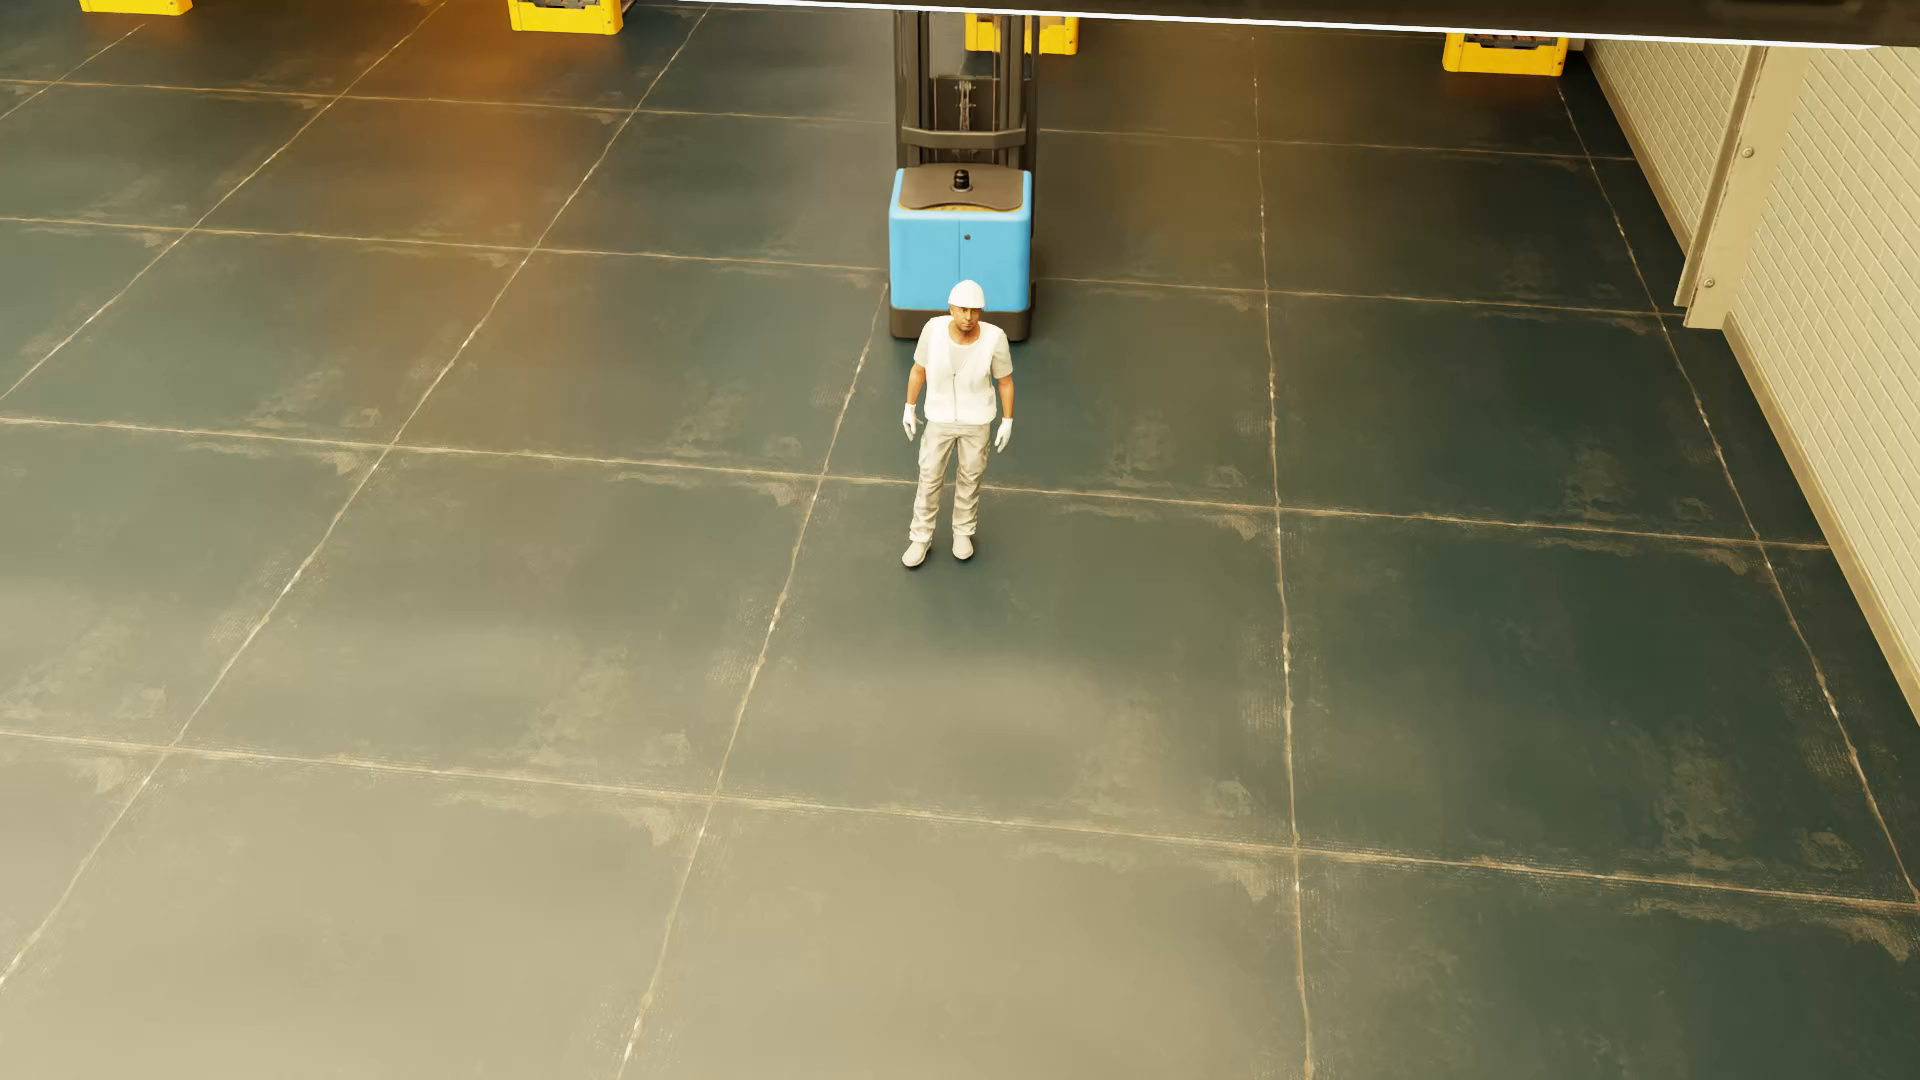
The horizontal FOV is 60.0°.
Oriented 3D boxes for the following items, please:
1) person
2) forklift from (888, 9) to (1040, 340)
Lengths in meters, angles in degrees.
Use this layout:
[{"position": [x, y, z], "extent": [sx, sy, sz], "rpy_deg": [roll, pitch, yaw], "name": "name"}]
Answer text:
[{"position": [-0.017, -0.682, 9.909], "extent": [0.657, 1.785, 0.575], "rpy_deg": [4, 37, 6], "name": "person"}, {"position": [0.061, -3.518, 12.802], "extent": [1.130, 2.935, 3.031], "rpy_deg": [2, 36, 2], "name": "forklift"}]
